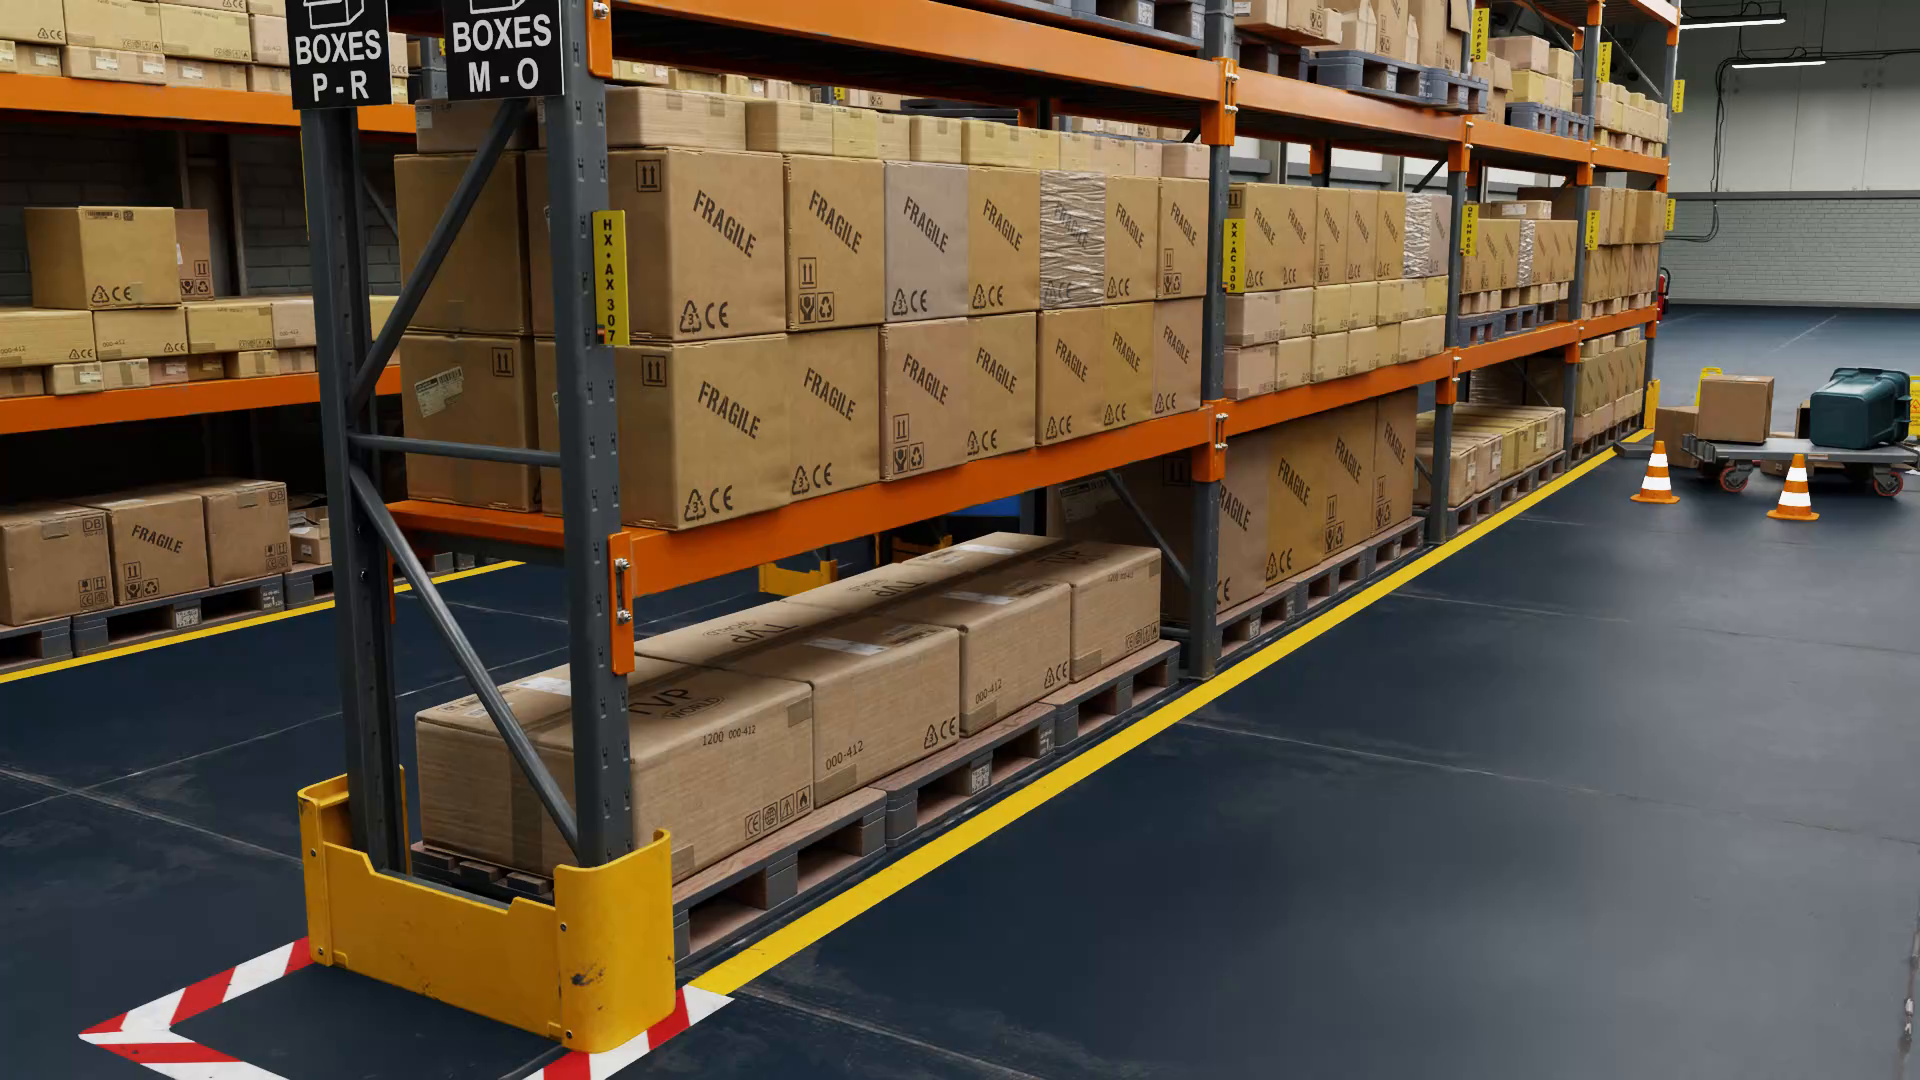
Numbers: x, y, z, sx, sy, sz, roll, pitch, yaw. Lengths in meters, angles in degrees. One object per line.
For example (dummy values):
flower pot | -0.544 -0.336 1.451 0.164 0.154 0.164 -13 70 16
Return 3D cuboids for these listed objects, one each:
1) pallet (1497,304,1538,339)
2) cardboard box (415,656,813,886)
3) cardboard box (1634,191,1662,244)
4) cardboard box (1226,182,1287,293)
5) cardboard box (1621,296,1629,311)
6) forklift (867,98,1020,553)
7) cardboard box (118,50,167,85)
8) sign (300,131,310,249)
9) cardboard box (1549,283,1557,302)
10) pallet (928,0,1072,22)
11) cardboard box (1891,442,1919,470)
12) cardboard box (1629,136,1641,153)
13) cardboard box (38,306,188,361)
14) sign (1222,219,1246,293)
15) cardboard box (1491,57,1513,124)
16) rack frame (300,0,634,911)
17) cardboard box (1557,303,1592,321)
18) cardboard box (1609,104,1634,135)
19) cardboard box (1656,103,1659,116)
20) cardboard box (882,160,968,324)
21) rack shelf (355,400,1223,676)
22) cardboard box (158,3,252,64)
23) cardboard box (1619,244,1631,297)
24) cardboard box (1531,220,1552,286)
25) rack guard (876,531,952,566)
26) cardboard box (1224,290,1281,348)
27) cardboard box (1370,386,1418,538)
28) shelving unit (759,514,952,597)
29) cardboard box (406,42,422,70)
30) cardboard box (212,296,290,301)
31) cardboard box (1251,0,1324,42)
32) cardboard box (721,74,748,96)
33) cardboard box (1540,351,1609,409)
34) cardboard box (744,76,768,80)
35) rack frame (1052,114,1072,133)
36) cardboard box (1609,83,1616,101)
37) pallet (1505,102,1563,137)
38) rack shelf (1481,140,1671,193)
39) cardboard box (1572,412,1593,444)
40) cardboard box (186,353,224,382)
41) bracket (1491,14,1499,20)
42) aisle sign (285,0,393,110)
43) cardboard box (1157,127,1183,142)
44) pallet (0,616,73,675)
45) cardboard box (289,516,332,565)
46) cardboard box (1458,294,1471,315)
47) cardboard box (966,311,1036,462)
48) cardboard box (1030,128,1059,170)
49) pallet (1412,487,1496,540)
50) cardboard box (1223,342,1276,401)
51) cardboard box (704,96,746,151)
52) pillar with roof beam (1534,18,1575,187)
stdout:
pallet | 3.819 -1.710 12.873 1.003 0.211 1.213 6 12 31
cardboard box | -1.070 0.709 5.254 0.875 0.438 0.875 6 12 29
cardboard box | 6.455 -3.164 16.321 0.700 0.500 0.500 6 12 30
cardboard box | 1.224 -1.442 7.933 0.500 0.500 0.500 7 12 31
cardboard box | 6.365 -2.337 16.382 0.380 0.149 0.250 6 12 30
forklift | 0.001 -1.566 11.769 1.130 2.935 3.031 1 11 3
cardboard box | -4.203 -2.355 8.327 0.380 0.149 0.250 7 13 32
sign | -1.783 -0.971 4.611 0.100 0.325 0.005 6 12 31
cardboard box | 4.617 -2.010 13.496 0.380 0.149 0.250 6 12 30
pallet | -0.318 -1.972 5.841 1.003 0.211 1.213 6 12 31
cardboard box | 8.505 -0.764 14.726 0.396 0.266 0.258 9 14 40
cardboard box | 6.275 -3.770 15.884 0.380 0.149 0.250 6 12 30
cardboard box | -4.336 -1.065 8.503 0.500 0.250 0.500 6 12 29
sign | 1.225 -1.272 7.442 0.100 0.325 0.005 6 12 31
cardboard box | 3.594 -3.257 12.182 0.797 0.503 0.637 6 12 31
rack frame | -1.327 -0.231 4.451 1.000 3.000 0.127 6 12 31
cardboard box | 5.341 -2.014 14.656 0.380 0.149 0.250 6 12 30
cardboard box | 5.897 -3.868 15.324 0.500 0.250 0.500 7 12 31
cardboard box | 6.890 -4.372 16.934 0.380 0.149 0.250 7 12 32
cardboard box | -0.311 -0.983 5.482 0.500 0.500 0.500 6 12 30
rack shelf | -0.288 -0.192 6.197 1.077 0.370 4.000 6 12 31
cardboard box | -4.067 -2.619 8.652 0.500 0.250 0.500 7 13 32
cardboard box | 6.128 -2.596 16.006 0.500 0.500 0.500 7 12 31
cardboard box | 4.330 -2.267 13.104 0.500 0.500 0.500 7 13 33
rack guard | -0.290 0.067 10.334 0.587 0.250 0.087 9 14 40
cardboard box | 1.219 -1.074 8.005 0.500 0.250 0.500 6 12 29
cardboard box | 2.397 -0.551 10.791 0.875 0.875 0.875 6 12 30
shelving unit | -0.613 -0.478 9.846 0.587 1.500 1.083 9 14 40
cardboard box | -3.396 -2.994 10.330 0.380 0.149 0.250 6 12 31
cardboard box | -4.237 -1.275 9.624 0.500 0.250 0.500 6 12 30
cardboard box | 1.455 -2.701 8.080 0.500 0.500 0.500 6 12 30
cardboard box | -1.797 -3.360 12.335 0.380 0.149 0.250 6 12 31
cardboard box | 5.708 -1.494 15.491 0.500 0.500 0.500 7 13 33
cardboard box | -1.665 -3.545 12.519 0.380 0.149 0.250 6 12 29
rack frame | 0.659 -5.541 16.510 1.000 3.000 0.127 6 12 31
cardboard box | 5.601 -3.964 14.754 0.380 0.149 0.250 6 12 29
pallet | 3.956 -3.250 12.936 1.213 0.211 1.003 6 12 31
rack shelf | 5.942 -3.554 16.002 1.077 0.370 4.000 6 12 31
cardboard box | 5.440 -1.040 15.104 0.500 0.250 0.500 6 12 28
cardboard box | -4.172 -0.938 8.912 0.380 0.149 0.250 7 12 32
bracket | 9.700 -10.242 31.841 0.076 0.066 4.783 6 12 31
aisle sign | -1.629 -1.527 4.309 0.394 0.787 0.004 6 12 31
cardboard box | 2.097 -4.756 18.783 0.700 0.500 0.500 6 12 31
pallet | -5.118 0.529 7.972 1.003 0.211 1.213 6 12 31
cardboard box | -3.718 -0.024 9.636 0.396 0.266 0.258 7 13 33
cardboard box | 3.330 -1.647 11.554 0.380 0.149 0.250 6 12 27
cardboard box | -0.068 -0.569 5.985 0.500 0.500 0.500 7 13 33
cardboard box | 0.144 -1.446 6.188 0.380 0.149 0.250 6 12 29
pallet | 3.234 -0.241 12.084 1.003 0.211 1.213 6 12 31
cardboard box | 1.204 -0.830 8.060 0.500 0.250 0.500 6 12 29
cardboard box | -0.831 -1.168 4.704 0.380 0.149 0.250 7 13 32
pillar with roof beam | 17.744 -9.510 37.710 9.100 9.000 0.548 6 12 31
